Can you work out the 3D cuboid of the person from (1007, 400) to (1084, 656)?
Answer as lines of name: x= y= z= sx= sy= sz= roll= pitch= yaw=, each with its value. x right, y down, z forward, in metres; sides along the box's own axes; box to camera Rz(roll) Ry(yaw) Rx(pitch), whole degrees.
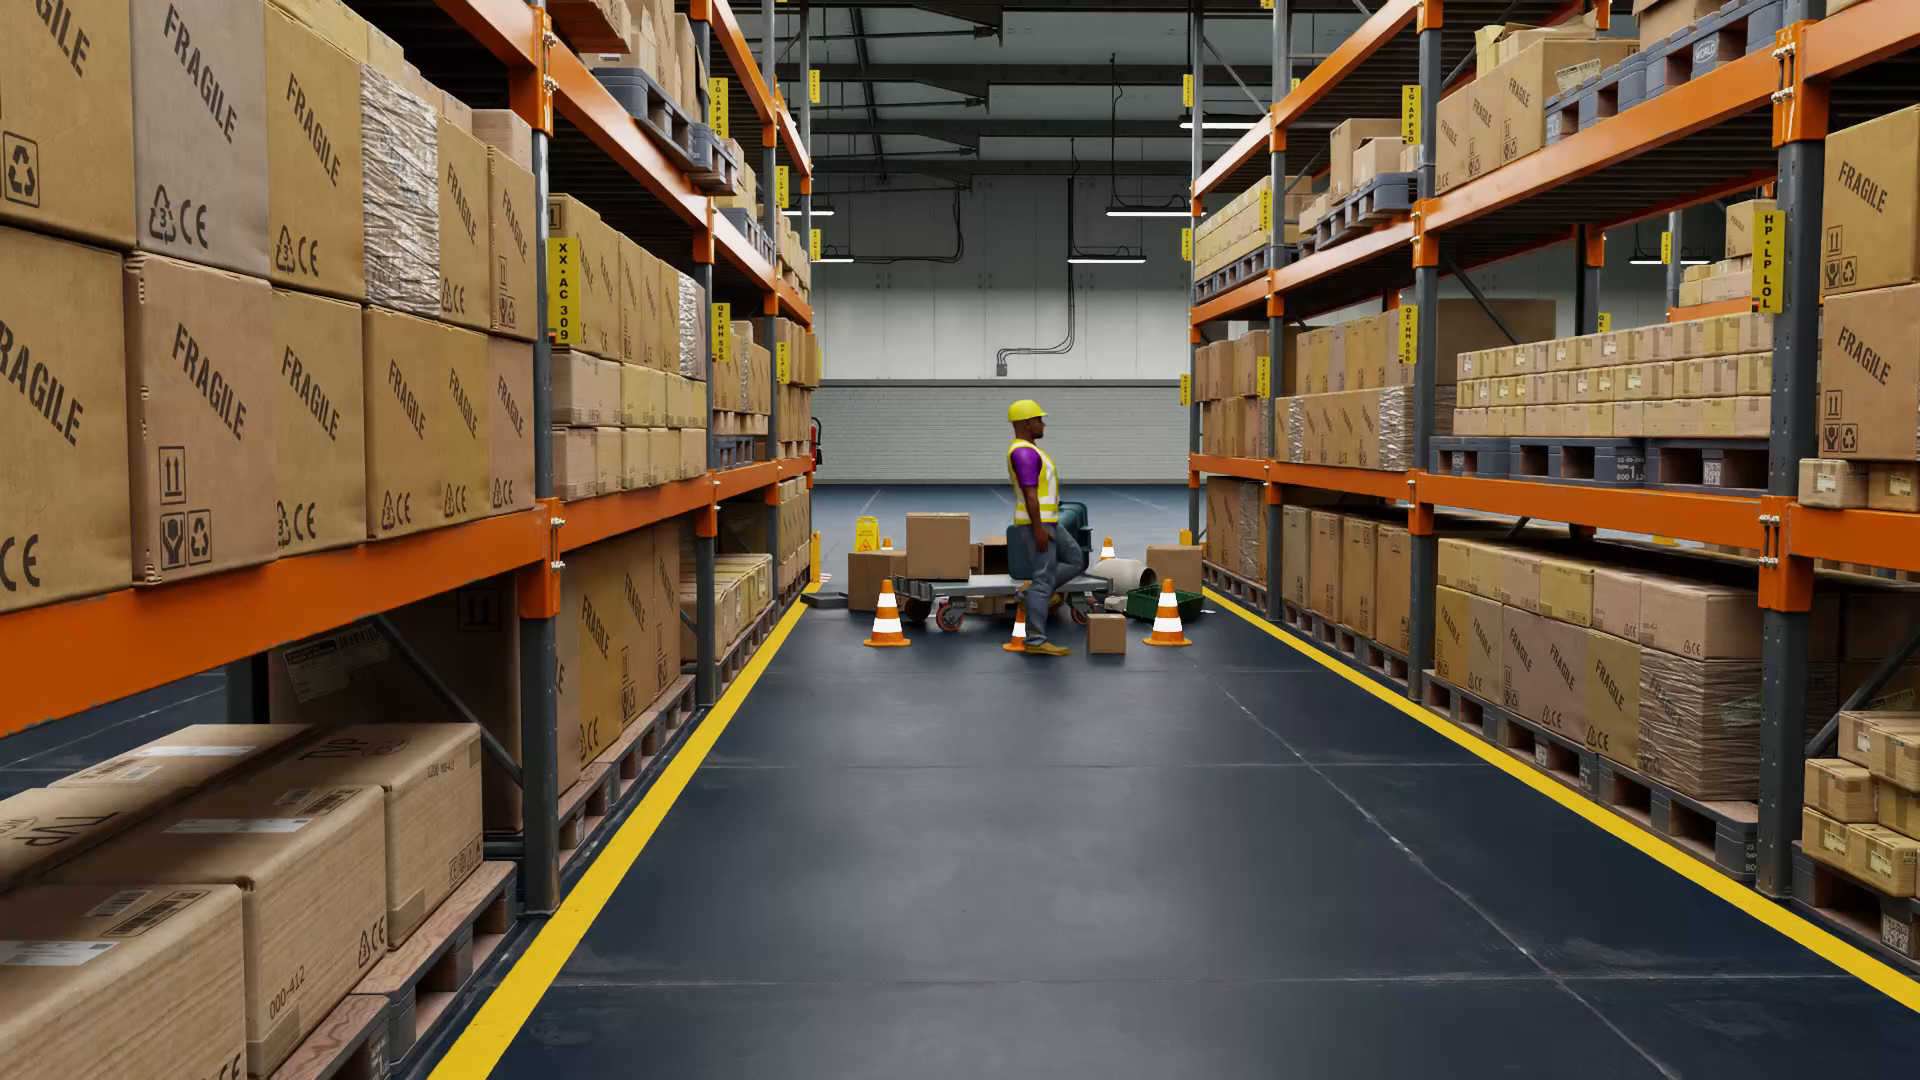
person: x=0.600 y=-0.095 z=11.598 sx=0.556 sy=1.758 sz=0.570 roll=0 pitch=4 yaw=0
